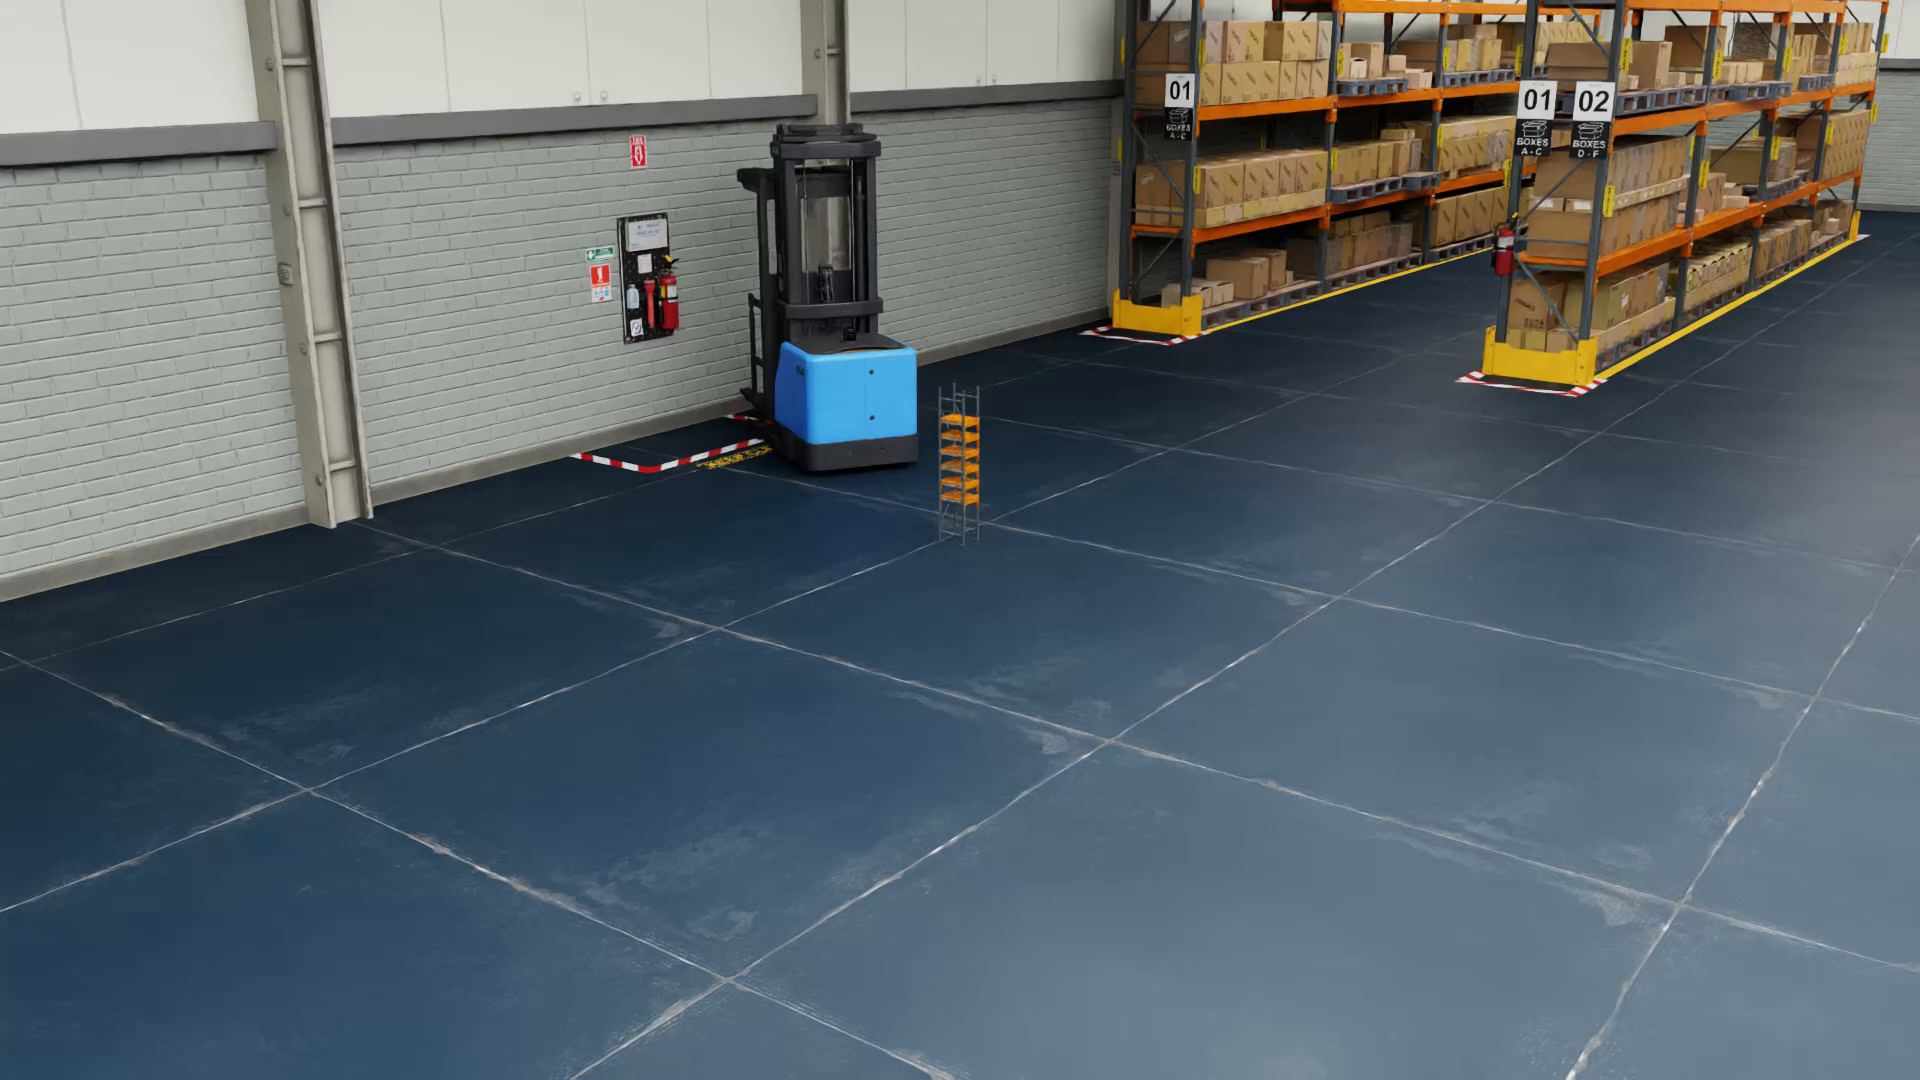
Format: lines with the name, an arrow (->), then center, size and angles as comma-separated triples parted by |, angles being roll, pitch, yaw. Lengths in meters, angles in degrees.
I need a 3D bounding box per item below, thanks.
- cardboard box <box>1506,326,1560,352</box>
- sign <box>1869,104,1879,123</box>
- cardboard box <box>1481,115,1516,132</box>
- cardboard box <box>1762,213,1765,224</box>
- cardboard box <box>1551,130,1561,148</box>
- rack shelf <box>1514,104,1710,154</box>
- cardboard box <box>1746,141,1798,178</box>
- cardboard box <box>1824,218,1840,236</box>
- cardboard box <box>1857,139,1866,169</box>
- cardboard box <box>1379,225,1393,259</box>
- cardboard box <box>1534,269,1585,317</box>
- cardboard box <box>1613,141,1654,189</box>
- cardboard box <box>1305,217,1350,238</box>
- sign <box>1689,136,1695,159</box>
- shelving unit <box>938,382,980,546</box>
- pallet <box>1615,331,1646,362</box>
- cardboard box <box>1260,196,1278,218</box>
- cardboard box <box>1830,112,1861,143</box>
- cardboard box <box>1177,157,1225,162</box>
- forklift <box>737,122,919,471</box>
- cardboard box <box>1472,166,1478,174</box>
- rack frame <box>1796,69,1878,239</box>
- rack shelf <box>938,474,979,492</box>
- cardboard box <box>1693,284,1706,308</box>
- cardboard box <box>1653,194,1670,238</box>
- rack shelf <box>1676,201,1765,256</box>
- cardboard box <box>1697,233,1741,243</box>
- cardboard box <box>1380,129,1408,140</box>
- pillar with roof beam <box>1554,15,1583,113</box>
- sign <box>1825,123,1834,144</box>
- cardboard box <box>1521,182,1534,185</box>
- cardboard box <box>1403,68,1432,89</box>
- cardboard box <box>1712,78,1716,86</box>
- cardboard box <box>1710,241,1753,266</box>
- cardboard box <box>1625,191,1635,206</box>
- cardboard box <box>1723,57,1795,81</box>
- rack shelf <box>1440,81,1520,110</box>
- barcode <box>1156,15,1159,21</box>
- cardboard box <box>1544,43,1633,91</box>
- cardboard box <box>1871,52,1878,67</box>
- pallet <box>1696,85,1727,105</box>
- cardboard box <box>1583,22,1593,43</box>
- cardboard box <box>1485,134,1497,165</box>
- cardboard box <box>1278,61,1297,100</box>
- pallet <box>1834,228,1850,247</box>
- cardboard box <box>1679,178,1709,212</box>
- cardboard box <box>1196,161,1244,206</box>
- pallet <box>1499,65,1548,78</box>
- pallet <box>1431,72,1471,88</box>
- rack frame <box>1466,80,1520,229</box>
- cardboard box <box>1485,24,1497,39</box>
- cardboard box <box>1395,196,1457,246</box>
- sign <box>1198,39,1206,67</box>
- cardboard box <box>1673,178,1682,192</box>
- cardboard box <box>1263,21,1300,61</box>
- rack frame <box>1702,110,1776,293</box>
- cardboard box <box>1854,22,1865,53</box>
cardboard box -> 6.552, -2.327, 19.107 | 0.500, 0.250, 0.500 | 12, 21, 35
sign -> 16.437, -7.671, 29.904 | 0.100, 0.325, 0.005 | 12, 21, 35
cardboard box -> 9.566, -7.393, 29.524 | 0.500, 0.250, 0.500 | 13, 22, 36
cardboard box -> 12.540, -5.182, 26.580 | 0.500, 0.250, 0.500 | 12, 21, 35
cardboard box -> 10.840, -7.609, 31.684 | 0.980, 0.700, 0.700 | 11, 20, 32
rack shelf -> 7.661, -4.825, 19.377 | 1.077, 0.370, 4.000 | 12, 21, 35
cardboard box -> 12.616, -5.934, 25.918 | 0.700, 0.500, 0.500 | 7, 19, 21
cardboard box -> 15.287, -5.573, 29.527 | 0.500, 0.250, 0.500 | 12, 21, 35
cardboard box -> 15.955, -6.963, 29.940 | 0.500, 0.500, 0.500 | 13, 22, 36
cardboard box -> 6.468, -4.773, 26.528 | 0.700, 0.500, 0.500 | 12, 21, 35
cardboard box -> 7.134, -2.926, 19.772 | 0.500, 0.500, 0.500 | 12, 21, 35
cardboard box -> 7.696, -4.414, 19.544 | 0.700, 0.500, 0.500 | 12, 21, 35
cardboard box -> 5.557, -4.745, 25.174 | 0.500, 0.250, 0.500 | 12, 21, 34
sign -> 10.795, -5.774, 24.459 | 0.100, 0.325, 0.005 | 12, 21, 35
shelving unit -> -0.009, -0.570, 12.555 | 0.258, 1.200, 0.189 | 12, 21, 35
pallet -> 7.619, -2.407, 20.137 | 1.003, 0.211, 1.213 | 12, 21, 35
cardboard box -> 3.944, -4.498, 22.391 | 0.500, 0.250, 0.500 | 13, 21, 35
cardboard box -> 15.353, -7.196, 29.004 | 0.500, 0.500, 0.500 | 13, 22, 36
cardboard box -> 3.212, -4.822, 22.168 | 0.500, 0.500, 0.500 | 12, 21, 33
forklift -> -1.400, -2.393, 15.508 | 1.130, 2.935, 3.031 | -7, 19, -22
cardboard box -> 8.705, -6.395, 28.669 | 0.380, 0.149, 0.250 | 13, 22, 36
rack frame -> 16.003, -7.070, 30.453 | 1.000, 3.000, 0.127 | 12, 21, 35
rack shelf -> -0.009, -0.413, 12.603 | 0.258, 0.103, 0.180 | 12, 21, 35
cardboard box -> 9.598, -3.273, 22.155 | 0.500, 0.250, 0.500 | 13, 22, 36
cardboard box -> 8.284, -4.026, 20.483 | 0.700, 0.500, 0.500 | 12, 21, 34
rack shelf -> 10.045, -4.345, 22.890 | 1.077, 0.370, 4.000 | 12, 21, 35
cardboard box -> 11.605, -4.445, 25.474 | 0.500, 0.500, 0.500 | 13, 22, 37
cardboard box -> 6.894, -6.440, 26.420 | 0.380, 0.149, 0.250 | 9, 19, 26
pillar with roof beam -> 16.394, -10.845, 32.493 | 9.100, 9.000, 0.400 | 12, 21, 35
sign -> 14.067, -6.573, 26.901 | 0.100, 0.325, 0.005 | 12, 21, 35
cardboard box -> 10.845, -6.840, 32.124 | 0.380, 0.149, 0.250 | 13, 21, 35
cardboard box -> 7.043, -7.220, 25.993 | 0.500, 0.311, 0.500 | 12, 21, 35
cardboard box -> 9.553, -6.050, 21.655 | 0.500, 0.250, 0.500 | 10, 20, 29
cardboard box -> 11.122, -4.152, 24.038 | 0.500, 0.311, 0.500 | 13, 22, 36
cardboard box -> 7.490, -3.918, 19.042 | 0.380, 0.149, 0.250 | 12, 21, 33
cardboard box -> 11.773, -6.876, 24.603 | 0.910, 0.500, 0.500 | 12, 21, 35
rack shelf -> 8.447, -7.605, 28.329 | 1.077, 0.370, 4.000 | 12, 21, 35
barcode -> 2.510, -6.636, 21.130 | 0.001, 0.075, 0.075 | 12, 21, 35
cardboard box -> 6.815, -5.145, 18.077 | 0.797, 0.503, 0.637 | 14, 22, 38
cardboard box -> 15.902, -8.502, 29.417 | 0.500, 0.250, 0.500 | 12, 21, 35
pallet -> 9.368, -5.766, 21.517 | 0.805, 0.209, 1.217 | 11, 21, 33
cardboard box -> 11.805, -9.689, 31.942 | 0.500, 0.500, 0.500 | 12, 21, 35
cardboard box -> 8.964, -6.795, 28.865 | 0.500, 0.500, 0.500 | 12, 21, 35
cardboard box -> 4.159, -6.156, 22.248 | 0.500, 0.500, 0.500 | 11, 21, 33
pallet -> 15.483, -5.530, 30.197 | 1.003, 0.211, 1.213 | 12, 21, 35
cardboard box -> 9.637, -4.565, 22.219 | 0.500, 0.500, 0.500 | 14, 22, 39
cardboard box -> 3.317, -4.606, 21.474 | 0.500, 0.500, 0.500 | 12, 21, 35
pallet -> 10.135, -8.575, 30.391 | 1.003, 0.211, 1.213 | 12, 21, 35
pallet -> 7.597, -7.544, 27.241 | 1.213, 0.211, 1.003 | 14, 22, 37
rack frame -> 9.639, -6.992, 30.201 | 1.000, 3.000, 0.127 | 12, 21, 35
cardboard box -> 9.009, -8.854, 28.965 | 0.500, 0.250, 0.500 | 14, 22, 39
cardboard box -> 7.799, -5.365, 27.879 | 0.750, 0.750, 0.750 | 12, 21, 34
sign -> 2.925, -5.888, 20.115 | 0.100, 0.325, 0.005 | 12, 21, 35
cardboard box -> 8.714, -4.408, 20.620 | 0.380, 0.149, 0.250 | 12, 21, 34
cardboard box -> 4.171, -6.628, 22.083 | 0.500, 0.500, 0.500 | 12, 21, 33
rack frame -> 11.236, -5.165, 24.318 | 1.000, 3.000, 0.127 | 12, 21, 35
cardboard box -> 15.132, -8.661, 28.662 | 0.700, 0.500, 0.500 | 12, 21, 35
